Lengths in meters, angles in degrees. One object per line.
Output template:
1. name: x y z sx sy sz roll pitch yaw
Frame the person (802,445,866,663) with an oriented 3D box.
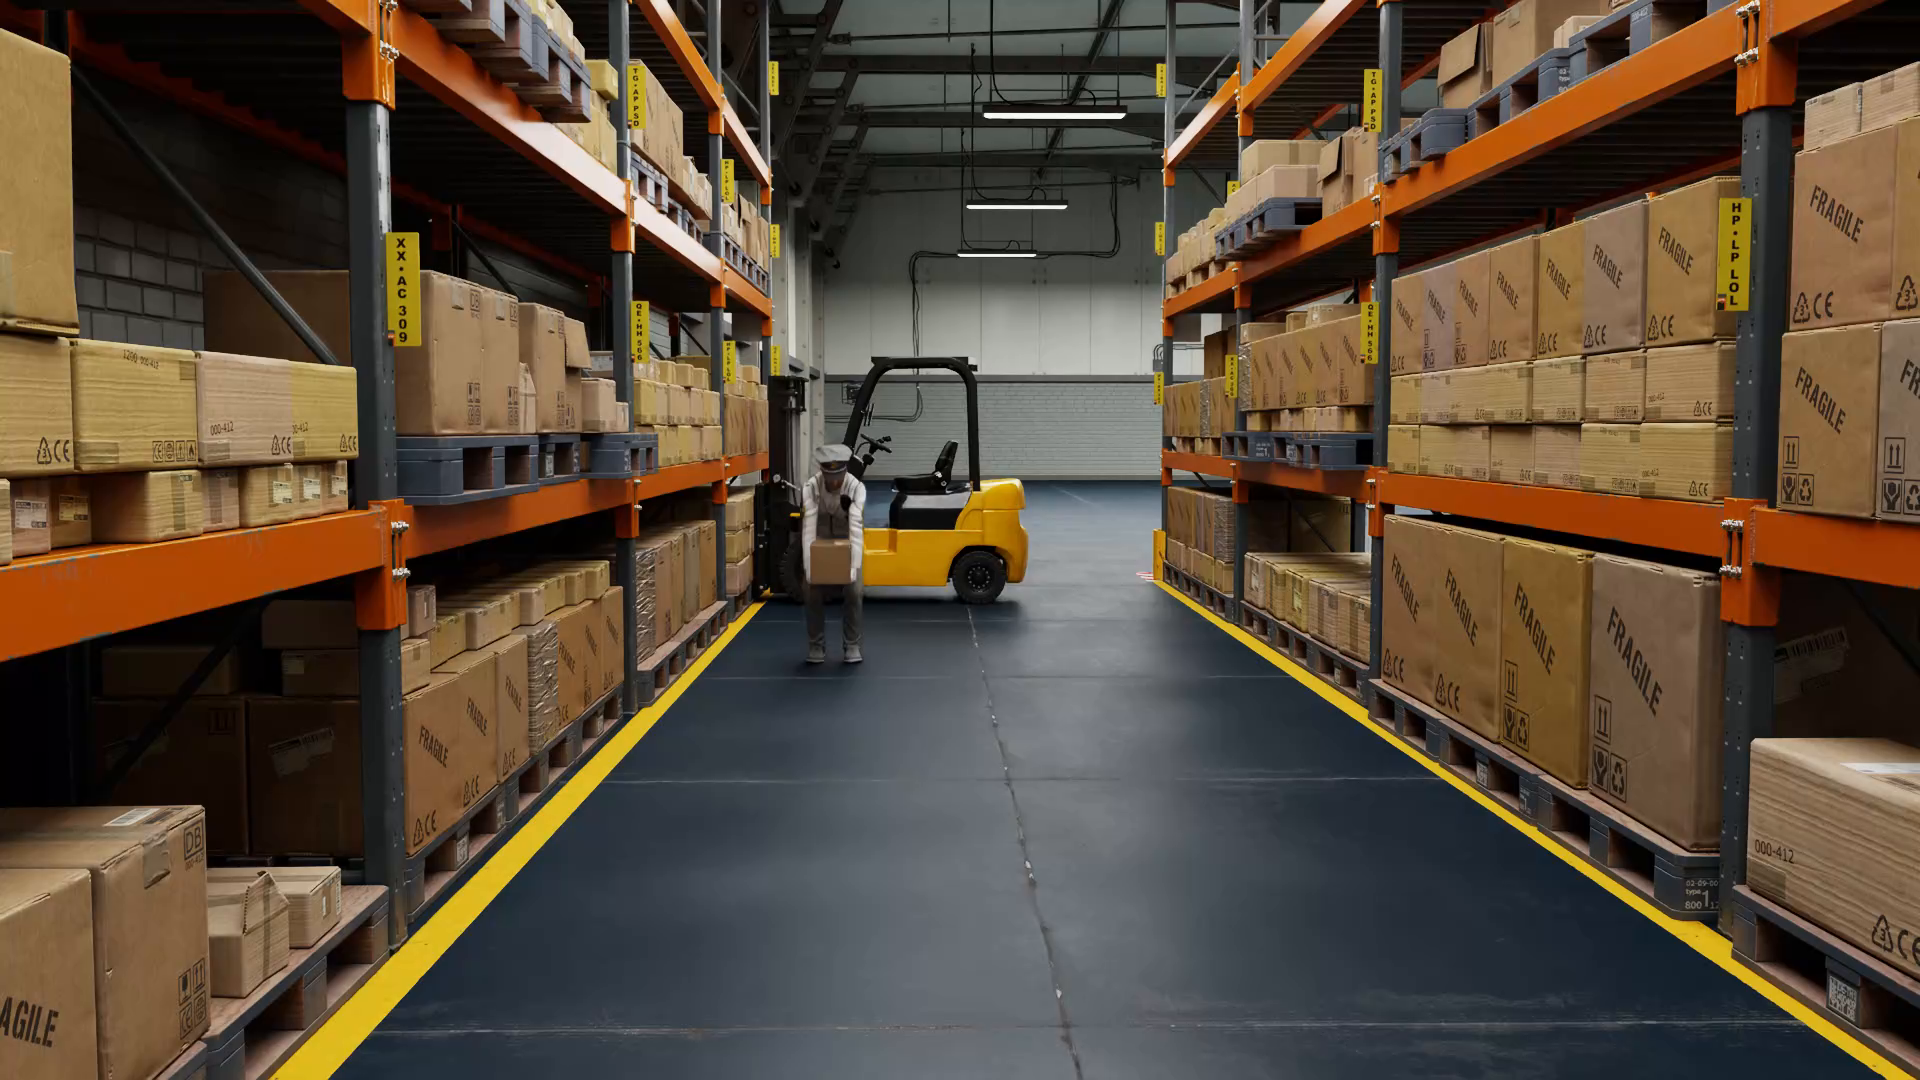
1. person: -0.816 0.101 10.765 0.414 1.433 0.796 0 4 -3
